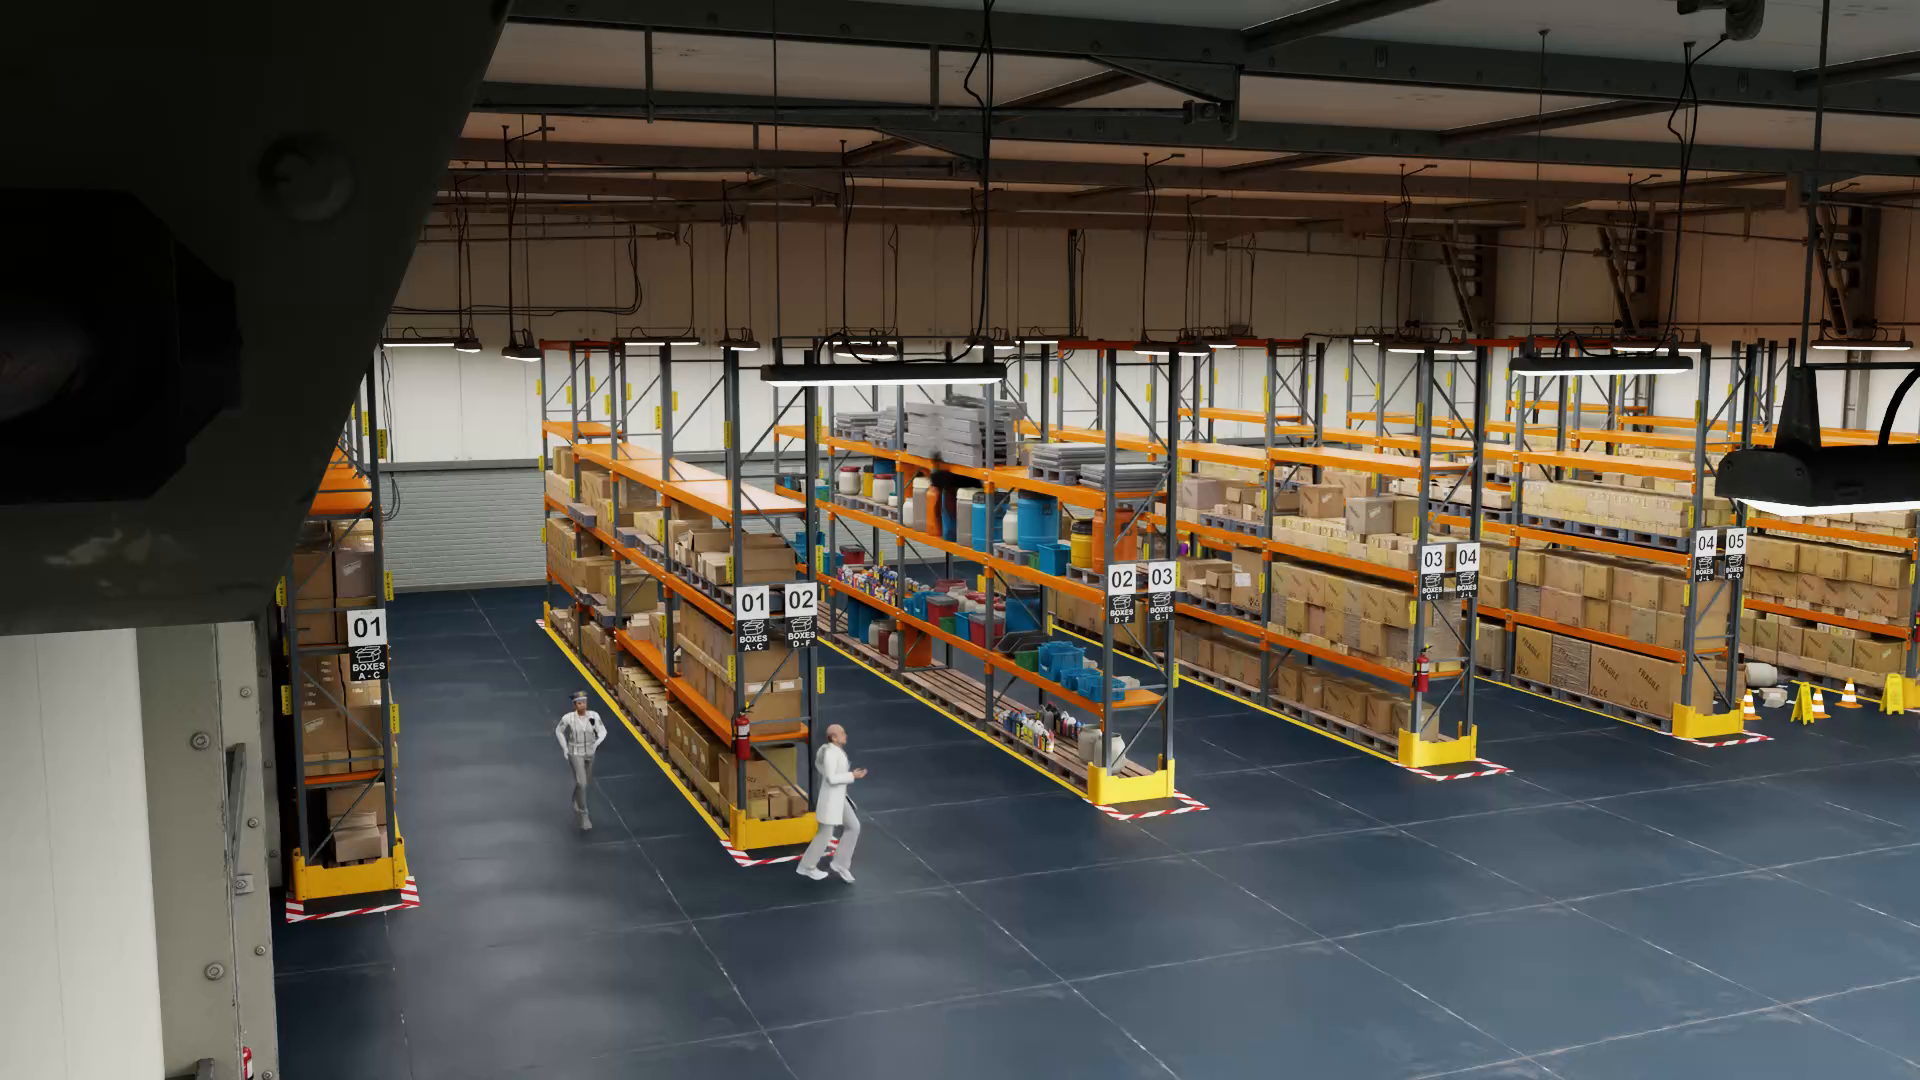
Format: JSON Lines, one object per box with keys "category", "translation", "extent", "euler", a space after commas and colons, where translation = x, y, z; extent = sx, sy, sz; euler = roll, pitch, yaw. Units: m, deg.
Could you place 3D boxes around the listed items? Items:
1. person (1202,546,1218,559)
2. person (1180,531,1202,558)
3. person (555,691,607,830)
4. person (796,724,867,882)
{"category": "person", "translation": [6.472, -0.137, 42.988], "extent": [0.655, 1.766, 0.889], "euler": [6, 10, 40]}
{"category": "person", "translation": [5.163, 0.652, 36.918], "extent": [0.677, 1.823, 0.738], "euler": [-4, 8, -26]}
{"category": "person", "translation": [-4.806, 2.751, 21.168], "extent": [0.605, 1.740, 0.772], "euler": [-5, 9, -32]}
{"category": "person", "translation": [-1.446, 3.012, 18.980], "extent": [0.817, 1.839, 0.705], "euler": [1, 7, 6]}
